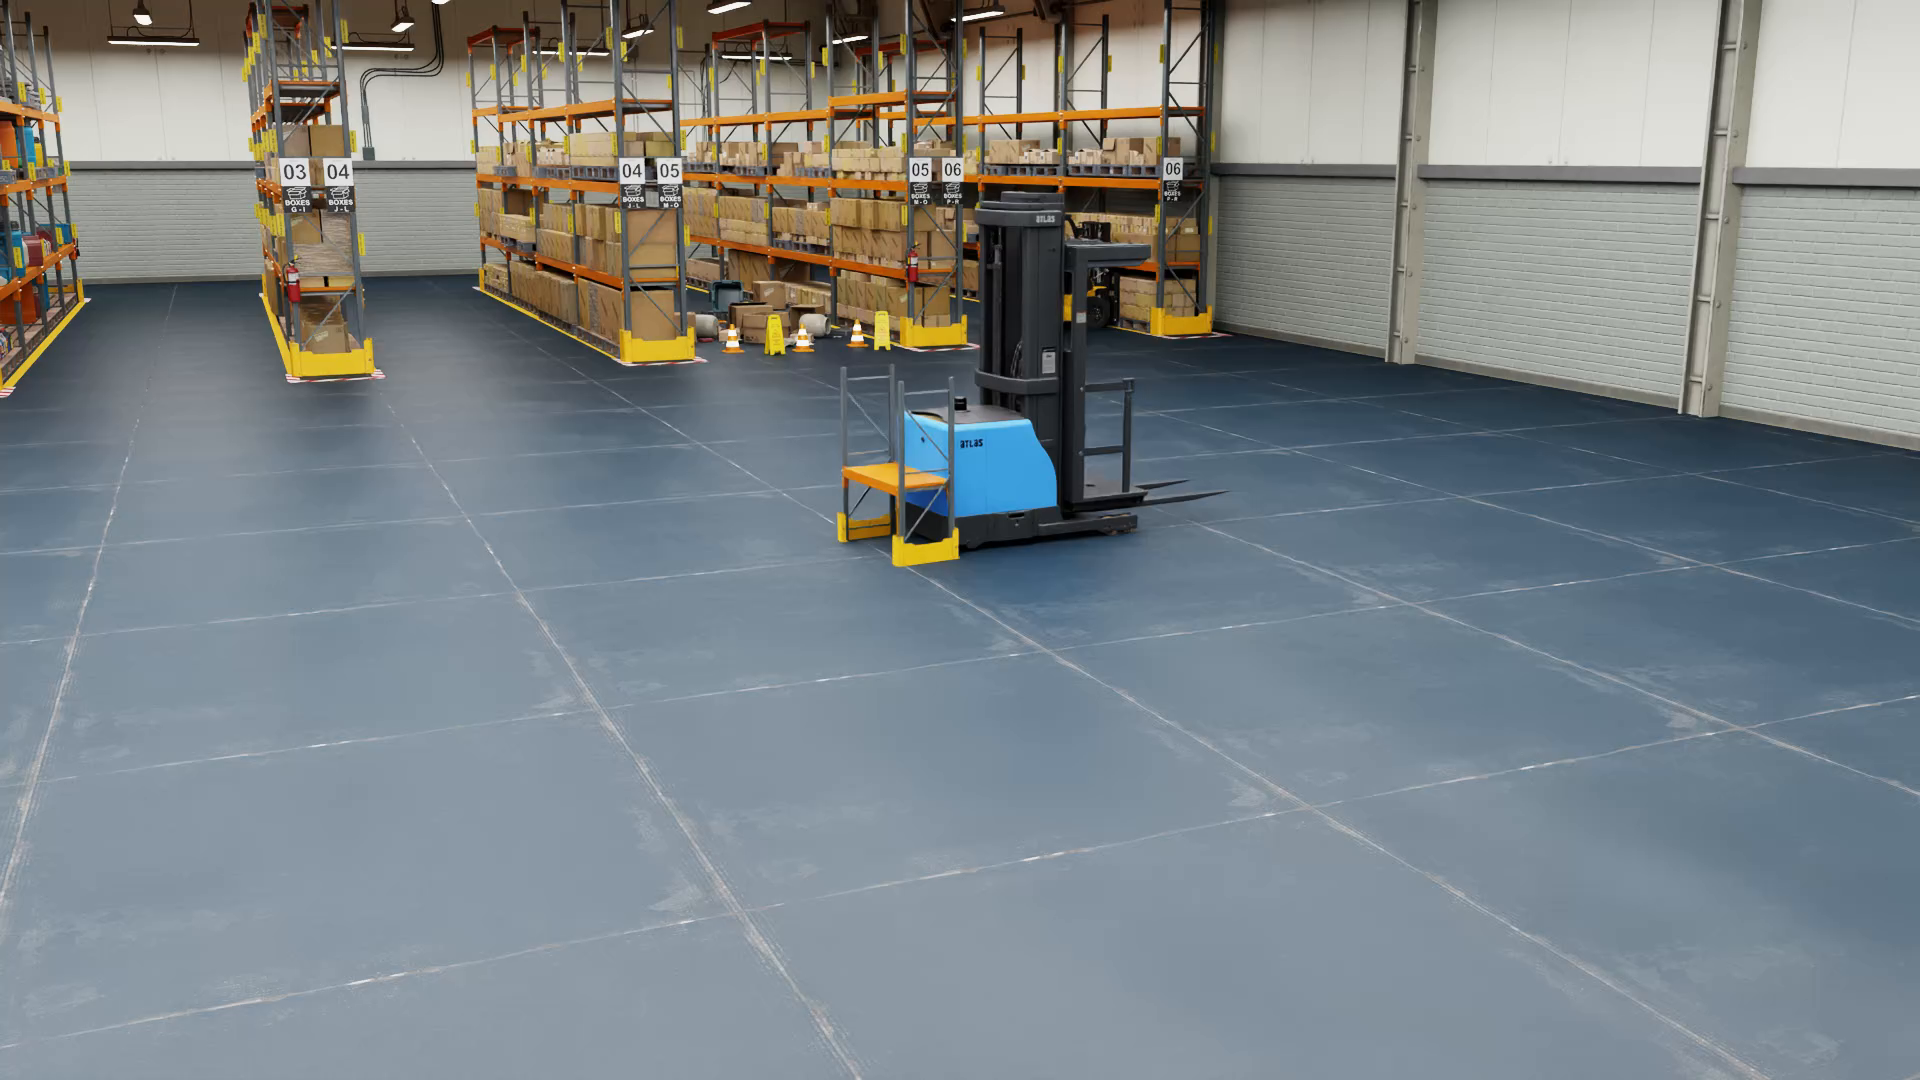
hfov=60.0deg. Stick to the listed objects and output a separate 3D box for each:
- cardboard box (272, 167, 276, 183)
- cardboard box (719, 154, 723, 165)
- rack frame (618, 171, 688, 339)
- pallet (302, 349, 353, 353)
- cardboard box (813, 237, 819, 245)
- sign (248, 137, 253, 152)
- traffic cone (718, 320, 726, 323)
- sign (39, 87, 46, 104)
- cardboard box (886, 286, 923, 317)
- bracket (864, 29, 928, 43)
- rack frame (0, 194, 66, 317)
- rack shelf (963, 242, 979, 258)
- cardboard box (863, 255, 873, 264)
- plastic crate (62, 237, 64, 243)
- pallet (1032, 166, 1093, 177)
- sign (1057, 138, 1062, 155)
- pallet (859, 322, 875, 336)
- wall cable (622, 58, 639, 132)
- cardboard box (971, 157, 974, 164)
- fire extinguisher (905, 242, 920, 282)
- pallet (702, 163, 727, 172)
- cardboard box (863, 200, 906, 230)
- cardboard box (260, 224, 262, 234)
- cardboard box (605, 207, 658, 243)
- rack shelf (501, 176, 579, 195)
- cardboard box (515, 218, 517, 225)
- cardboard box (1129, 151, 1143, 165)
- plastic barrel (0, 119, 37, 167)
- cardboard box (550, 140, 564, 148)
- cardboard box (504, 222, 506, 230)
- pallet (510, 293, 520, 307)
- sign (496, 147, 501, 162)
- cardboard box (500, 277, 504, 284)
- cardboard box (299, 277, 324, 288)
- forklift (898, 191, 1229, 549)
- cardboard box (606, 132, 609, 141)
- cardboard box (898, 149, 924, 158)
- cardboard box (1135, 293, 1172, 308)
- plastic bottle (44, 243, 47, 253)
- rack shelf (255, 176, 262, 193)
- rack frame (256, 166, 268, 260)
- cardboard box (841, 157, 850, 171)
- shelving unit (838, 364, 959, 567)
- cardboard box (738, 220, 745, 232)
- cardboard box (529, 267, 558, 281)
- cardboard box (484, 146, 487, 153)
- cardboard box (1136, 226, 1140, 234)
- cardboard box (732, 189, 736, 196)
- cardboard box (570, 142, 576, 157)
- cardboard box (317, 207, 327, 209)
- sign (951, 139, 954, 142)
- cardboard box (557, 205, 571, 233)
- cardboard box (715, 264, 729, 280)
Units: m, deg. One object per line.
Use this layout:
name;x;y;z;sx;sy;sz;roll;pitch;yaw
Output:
cardboard box;-10.762;-5.866;26.743;0.500;0.250;0.500;-6;14;-25
cardboard box;-5.358;-8.820;38.540;0.396;0.266;0.258;-6;14;-23
rack frame;-4.926;-4.407;26.759;1.000;3.000;0.127;-6;14;-23
pallet;-9.835;-2.808;26.035;1.003;0.211;1.213;-6;14;-23
cardboard box;-2.718;-5.971;33.143;0.380;0.149;0.250;-6;14;-24
sign;-16.431;-9.162;38.540;0.100;0.325;0.005;-6;14;-23
traffic cone;-4.845;-4.565;33.067;0.336;0.463;0.334;-6;14;-23
sign;-18.352;-8.882;33.253;0.100;0.325;0.005;-6;14;-23
cardboard box;-0.991;-4.247;29.573;0.500;0.500;0.500;-6;14;-23
bracket;-1.668;-13.291;43.857;0.076;0.066;4.783;-6;14;-23
rack frame;-18.856;-6.012;33.693;1.000;3.000;0.127;-6;14;-23
rack shelf;0.110;-7.040;39.729;1.077;0.370;4.000;-6;14;-23
cardboard box;-1.571;-5.170;30.614;0.380;0.149;0.250;-6;14;-23
plastic crate;-19.966;-6.587;36.629;0.396;0.136;0.243;-6;14;-23
pallet;2.148;-7.700;34.758;0.805;0.209;1.217;-6;14;-25
sign;2.020;-7.966;33.640;0.100;0.325;0.005;-6;14;-23
pallet;-1.239;-3.955;30.990;1.003;0.211;1.213;-6;14;-23
wall cable;-9.377;-12.253;47.355;0.463;3.000;0.029;-6;14;-23
cardboard box;0.462;-8.666;37.958;0.380;0.149;0.250;-6;14;-24
fire extinguisher;-0.807;-4.772;28.508;0.296;0.674;0.183;-6;14;-23
pallet;-5.556;-8.942;39.899;1.003;0.211;1.213;-6;14;-23
cardboard box;-1.330;-5.843;29.864;0.700;0.500;0.500;-6;14;-24
cardboard box;-15.976;-7.234;38.646;0.500;0.250;0.500;-6;14;-24
cardboard box;-5.344;-5.192;27.422;0.875;0.550;0.550;-6;14;-23
rack shelf;-8.932;-7.584;35.429;1.077;0.370;4.000;-6;14;-23
cardboard box;-9.152;-6.703;34.986;0.380;0.149;0.250;-6;14;-23
cardboard box;3.404;-7.170;31.188;0.396;0.266;0.258;-6;14;-23
plastic barrel;-18.032;-7.583;31.787;0.600;0.901;0.708;-6;14;-23
cardboard box;-8.385;-8.207;34.606;0.396;0.266;0.258;-6;14;-23
cardboard box;-9.787;-6.884;36.427;0.380;0.149;0.250;-5;14;-22
pallet;-9.420;-5.367;37.091;1.003;0.211;1.213;-6;14;-23
sign;-10.227;-8.549;36.856;0.100;0.325;0.005;-6;14;-23
cardboard box;-10.394;-5.992;38.338;0.380;0.149;0.250;-6;14;-25
cardboard box;-9.814;-3.898;25.116;0.380;0.149;0.250;-6;14;-23
forklift;0.988;-1.567;14.641;3.031;2.935;1.130;-7;15;-27
cardboard box;-5.471;-6.479;26.693;0.380;0.149;0.250;-6;14;-23
cardboard box;-0.837;-6.646;28.568;0.380;0.149;0.250;-5;14;-22
cardboard box;3.634;-4.505;31.241;0.500;0.250;0.500;-6;14;-24
plastic bottle;-18.054;-5.719;32.705;0.152;0.276;0.135;-6;14;-23
rack shelf;-15.119;-7.983;37.154;1.077;0.370;4.000;-6;14;-23
rack frame;-15.920;-7.286;39.196;1.000;3.000;0.127;-6;14;-23
cardboard box;-1.893;-7.013;31.041;0.500;0.250;0.500;-6;14;-23
shelving unit;-0.531;-0.648;13.844;0.587;1.500;1.083;-8;15;-30
cardboard box;-4.703;-7.092;37.585;0.500;0.250;0.500;-6;14;-25
cardboard box;-8.645;-5.530;34.559;0.500;0.250;0.500;-6;14;-24
cardboard box;-10.971;-9.177;39.057;0.380;0.149;0.250;-5;14;-21
cardboard box;3.543;-5.844;31.310;0.380;0.149;0.250;-5;14;-22
cardboard box;-5.244;-8.346;39.902;0.380;0.149;0.250;-5;14;-22
cardboard box;-6.589;-6.894;29.371;0.500;0.250;0.500;-6;14;-23
cardboard box;-9.676;-4.903;25.803;0.500;0.500;0.500;-6;14;-23
sign;-0.184;-9.759;41.213;0.100;0.325;0.005;-6;14;-23
cardboard box;-7.344;-6.186;32.008;0.700;0.500;0.500;-6;14;-24
cardboard box;-5.391;-6.450;40.337;0.875;0.438;0.875;-6;14;-24
